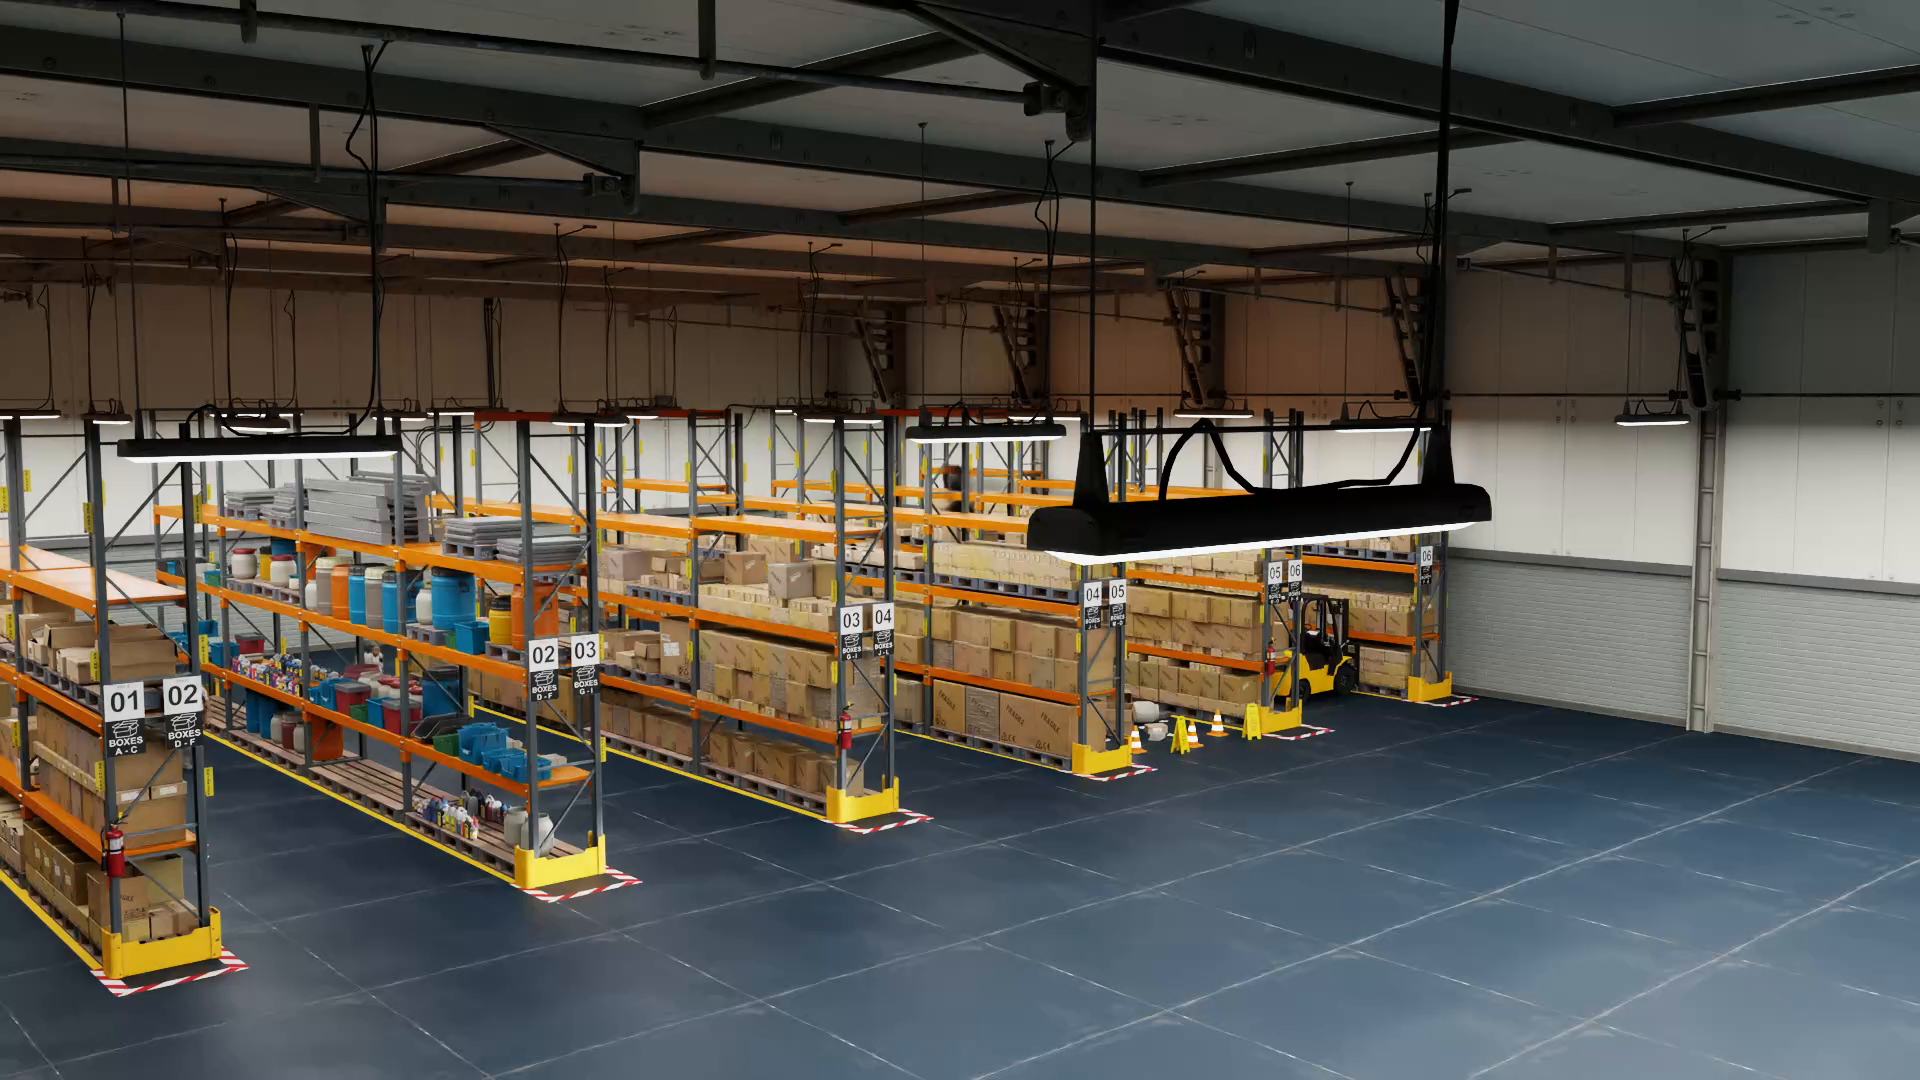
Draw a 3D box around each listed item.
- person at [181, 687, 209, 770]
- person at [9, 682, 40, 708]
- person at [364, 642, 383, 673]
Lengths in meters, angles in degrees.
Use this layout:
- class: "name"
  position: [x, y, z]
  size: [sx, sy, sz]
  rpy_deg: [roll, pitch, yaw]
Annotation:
- class: "person"
  position: [-13.021, 3.070, 28.086]
  size: [0.882, 1.600, 0.705]
  rpy_deg: [3, 6, 27]
- class: "person"
  position: [-18.069, 2.740, 32.059]
  size: [0.835, 1.561, 0.610]
  rpy_deg: [4, 6, 37]
- class: "person"
  position: [-11.564, 2.720, 32.514]
  size: [0.840, 1.517, 0.615]
  rpy_deg: [2, 6, 25]
